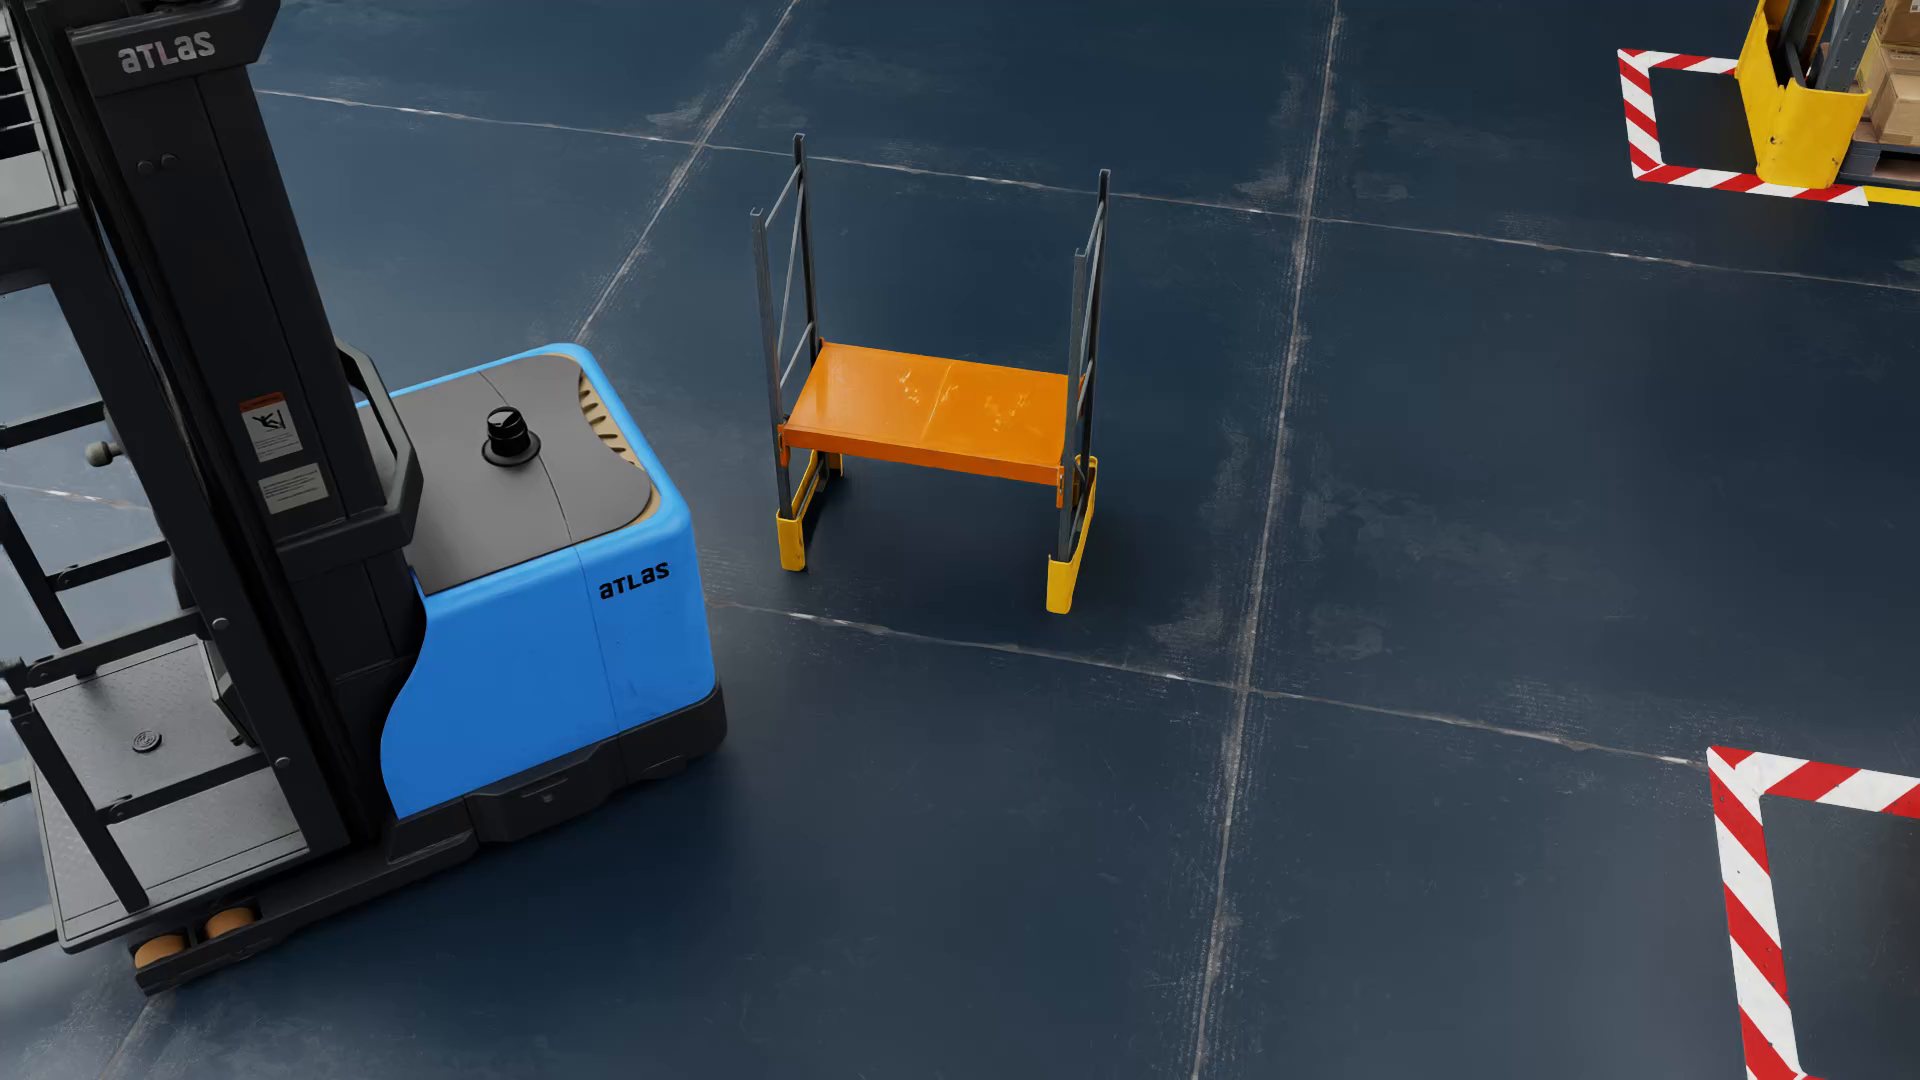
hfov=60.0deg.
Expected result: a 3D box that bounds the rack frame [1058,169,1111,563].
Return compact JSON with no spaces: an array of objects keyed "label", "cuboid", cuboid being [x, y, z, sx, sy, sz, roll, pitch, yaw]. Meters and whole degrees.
[{"label":"rack frame","cuboid":[0.413,-0.476,5.663,0.032,1.500,0.500,9,45,9]}]

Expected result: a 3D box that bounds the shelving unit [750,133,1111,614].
[{"label":"shelving unit","cuboid":[-0.074,-0.552,5.742,1.083,1.500,0.587,9,45,9]}]

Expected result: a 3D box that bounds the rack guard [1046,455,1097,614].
[{"label":"rack guard","cuboid":[0.412,-0.026,6.097,0.087,0.250,0.587,9,45,9]}]

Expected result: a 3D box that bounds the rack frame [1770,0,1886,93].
[{"label":"rack frame","cuboid":[4.186,-3.175,7.386,0.127,3.000,1.000,9,45,9]}]

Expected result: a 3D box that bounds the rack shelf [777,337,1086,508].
[{"label":"rack shelf","cuboid":[-0.083,-0.424,5.868,1.000,0.185,0.538,9,45,9]}]

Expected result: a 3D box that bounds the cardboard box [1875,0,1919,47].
[{"label":"cardboard box","cuboid":[4.774,-2.726,8.059,0.500,0.500,0.500,9,45,9]}]

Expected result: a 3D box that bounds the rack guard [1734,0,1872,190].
[{"label":"rack guard","cuboid":[4.163,-2.278,8.257,0.348,0.500,1.175,9,45,9]}]

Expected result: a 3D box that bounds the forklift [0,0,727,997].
[{"label":"forklift","cuboid":[-2.311,-0.161,4.303,3.031,2.935,1.130,-21,48,-20]}]

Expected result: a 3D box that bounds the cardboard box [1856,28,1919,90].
[{"label":"cardboard box","cuboid":[4.774,-2.455,8.317,0.500,0.250,0.500,9,45,9]}]

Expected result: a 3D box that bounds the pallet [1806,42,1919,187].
[{"label":"pallet","cuboid":[4.941,-2.083,8.262,1.213,0.211,1.003,9,45,9]}]

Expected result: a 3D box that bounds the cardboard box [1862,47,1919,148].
[{"label":"cardboard box","cuboid":[4.661,-2.104,7.953,0.500,0.250,0.500,9,45,9]}]

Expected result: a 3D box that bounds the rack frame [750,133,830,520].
[{"label":"rack frame","cuboid":[-0.579,-0.630,5.823,0.032,1.500,0.500,9,45,9]}]

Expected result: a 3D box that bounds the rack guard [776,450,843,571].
[{"label":"rack guard","cuboid":[-0.560,-0.177,6.254,0.087,0.250,0.587,9,45,9]}]
